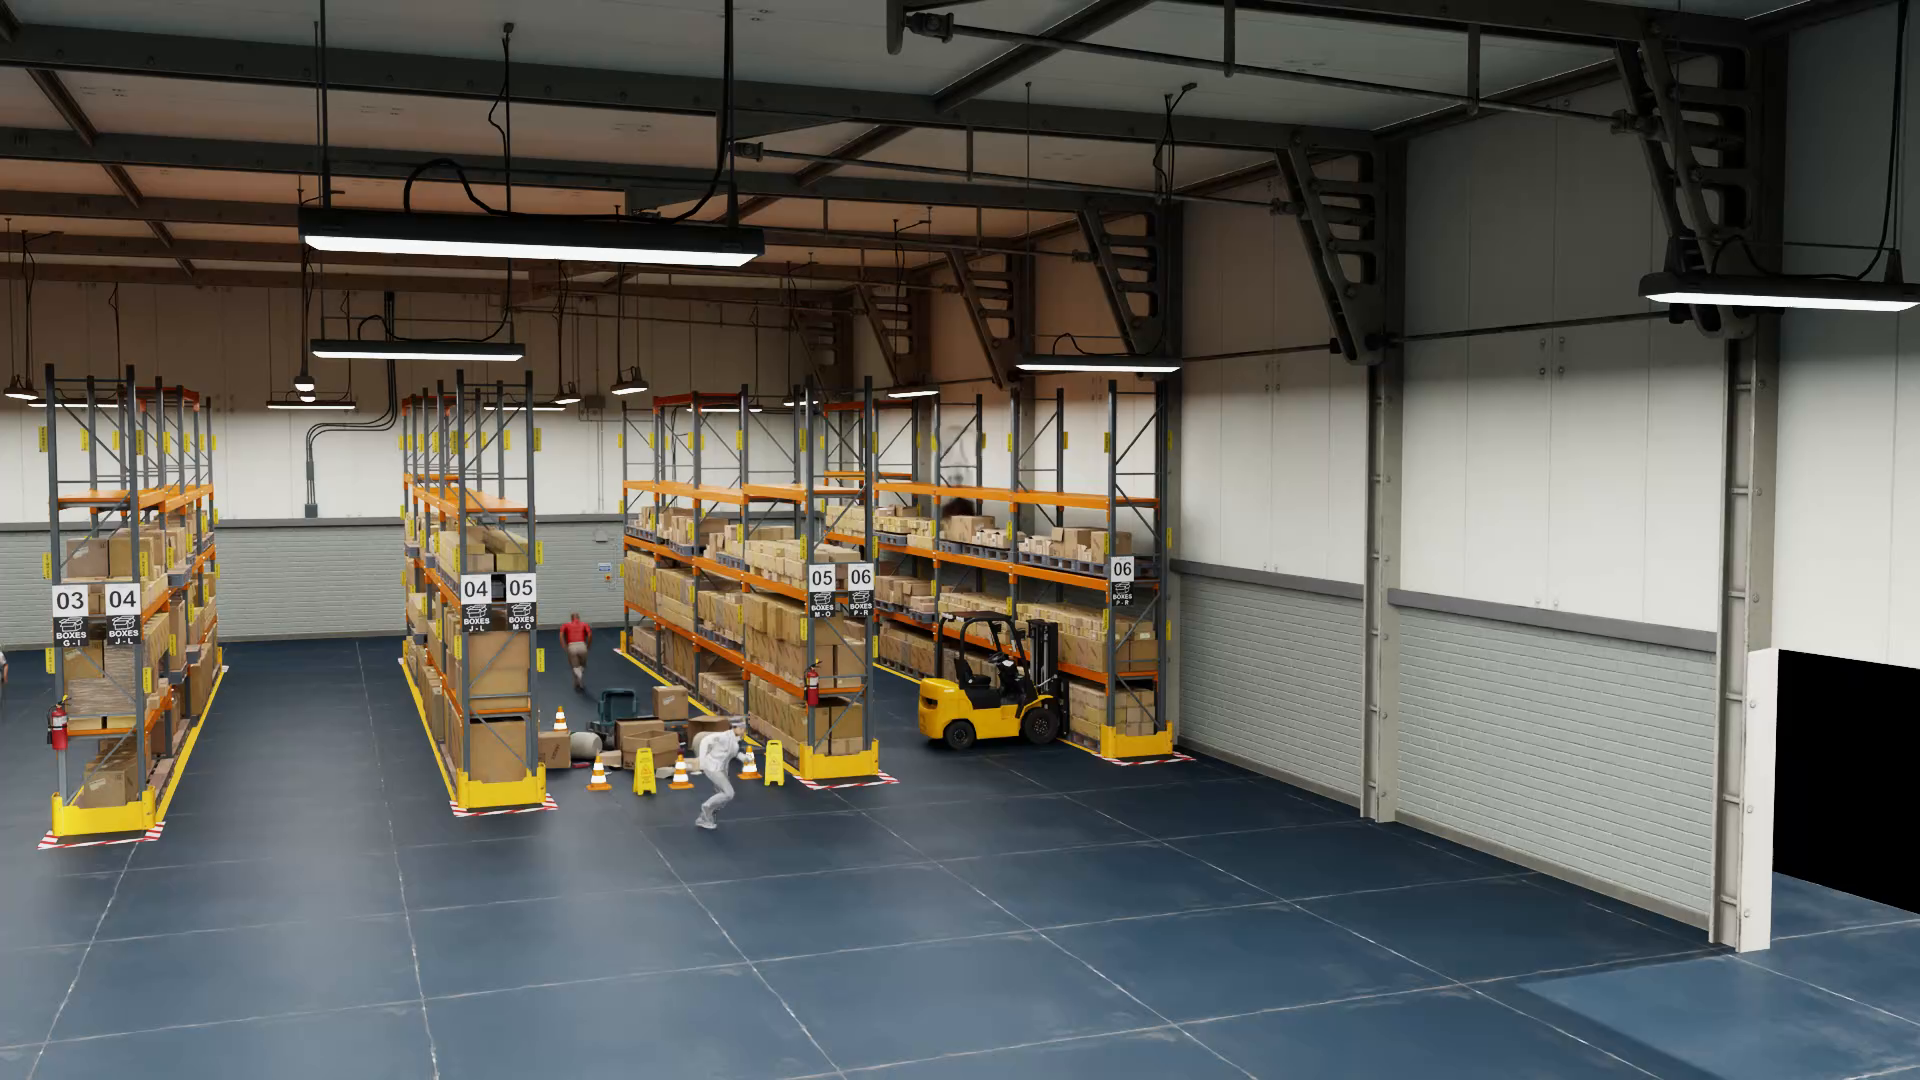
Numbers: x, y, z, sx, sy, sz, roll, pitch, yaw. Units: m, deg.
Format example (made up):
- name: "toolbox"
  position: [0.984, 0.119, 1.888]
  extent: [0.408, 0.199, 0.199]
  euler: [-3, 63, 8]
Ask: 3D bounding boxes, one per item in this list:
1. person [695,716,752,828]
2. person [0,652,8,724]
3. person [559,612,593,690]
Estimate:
- name: "person"
  position: [-3.084, 3.004, 21.431]
  extent: [0.816, 1.498, 0.634]
  euler: [1, 4, 23]
- name: "person"
  position: [-16.817, 2.485, 28.850]
  extent: [0.561, 1.661, 0.562]
  euler: [-2, 4, -32]
- name: "person"
  position: [-7.738, 2.281, 33.547]
  extent: [0.676, 1.584, 0.972]
  euler: [-1, 4, -19]
